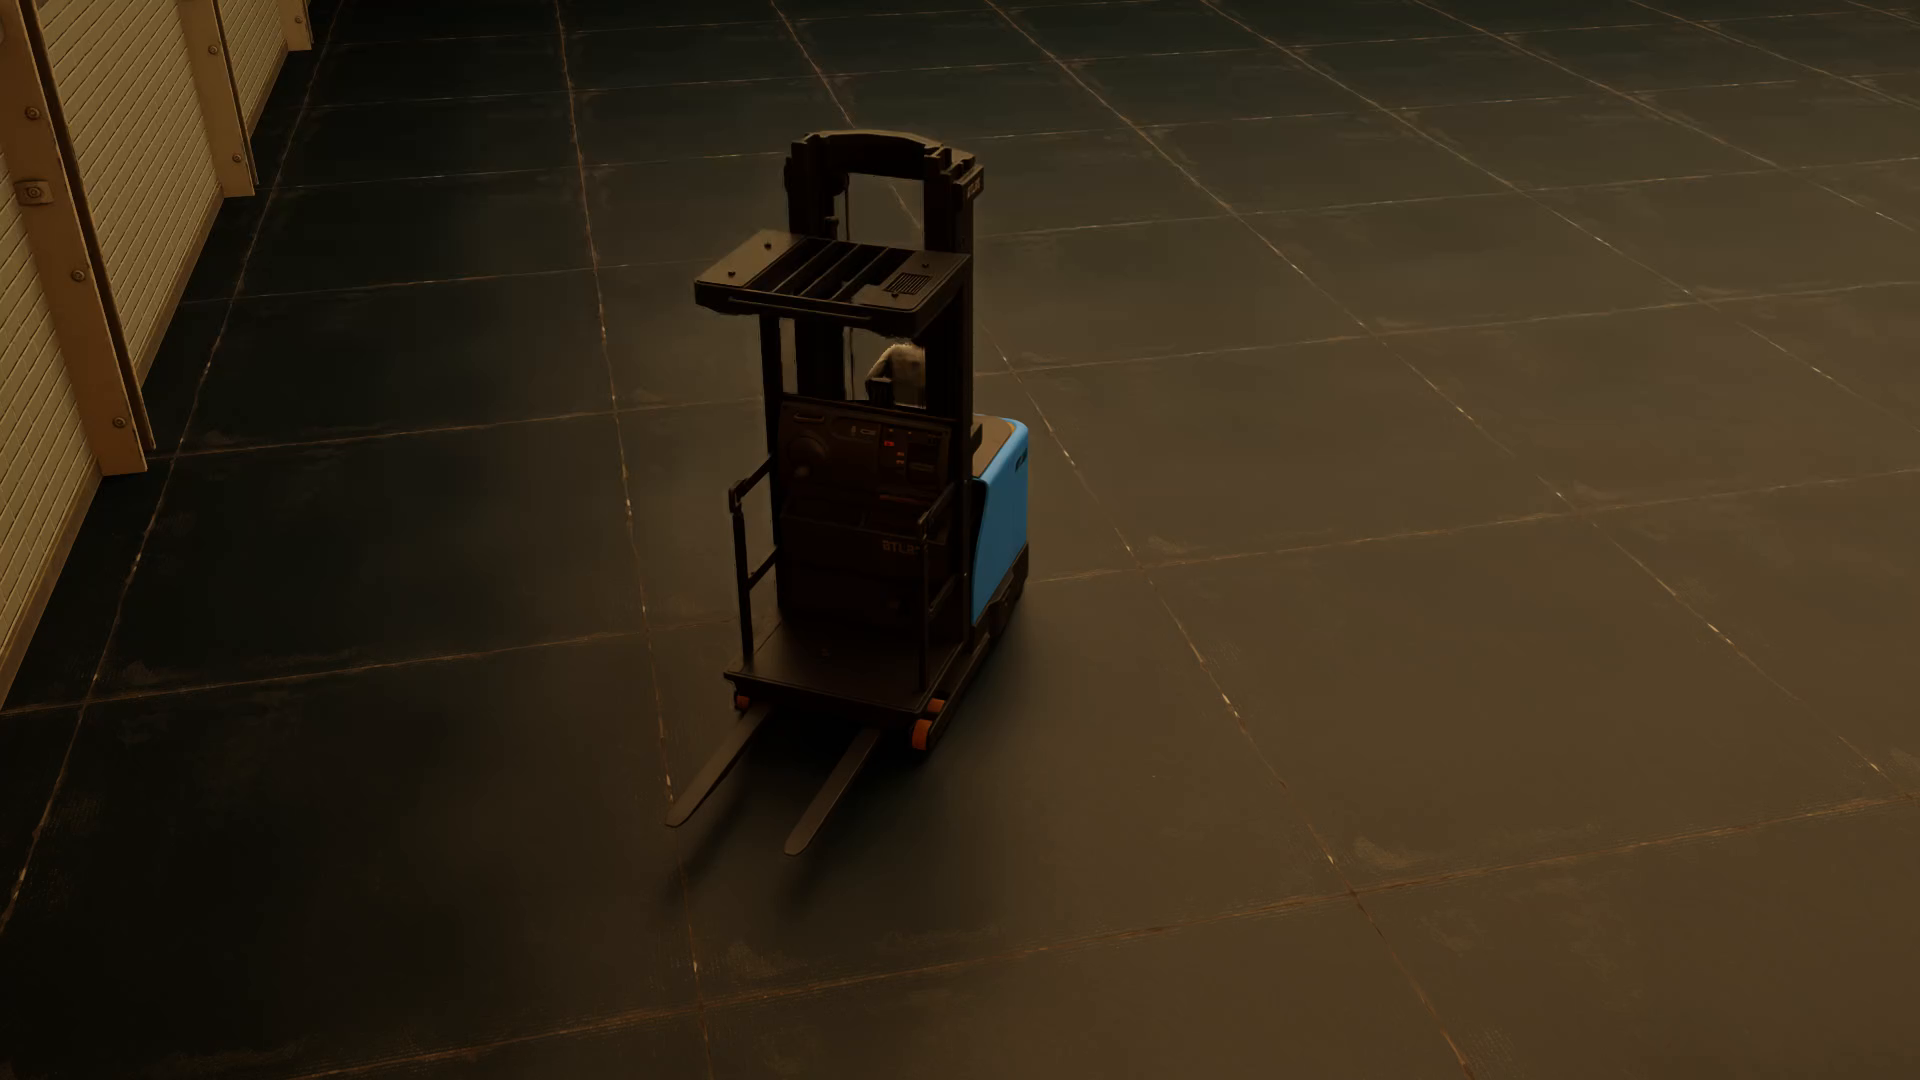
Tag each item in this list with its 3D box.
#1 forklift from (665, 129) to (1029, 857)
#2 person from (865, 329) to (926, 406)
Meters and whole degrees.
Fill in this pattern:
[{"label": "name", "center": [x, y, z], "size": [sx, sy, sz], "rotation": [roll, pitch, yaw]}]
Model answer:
[{"label": "forklift", "center": [-0.561, -0.407, 8.278], "size": [1.130, 2.935, 3.031], "rotation": [10, 32, 17]}, {"label": "person", "center": [-0.242, -0.853, 10.534], "size": [0.687, 1.424, 0.655], "rotation": [1, 30, 2]}]
